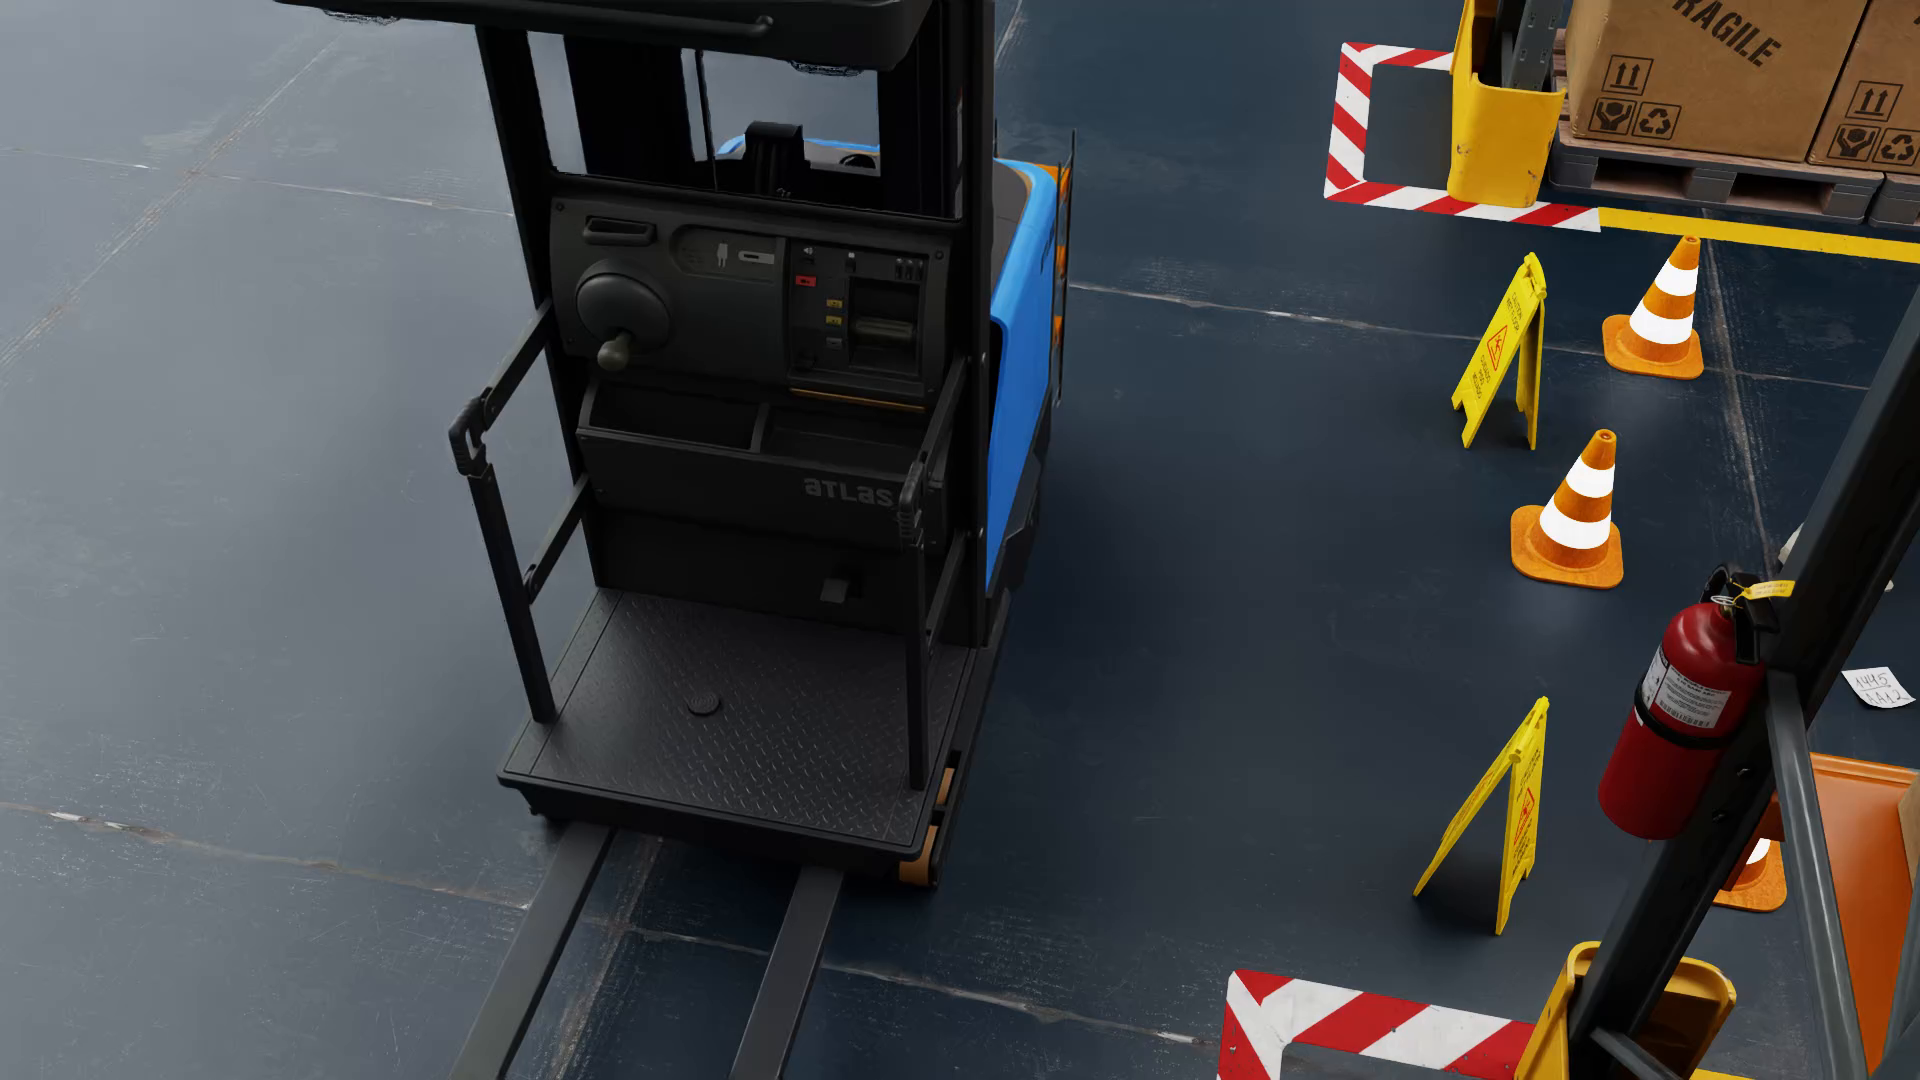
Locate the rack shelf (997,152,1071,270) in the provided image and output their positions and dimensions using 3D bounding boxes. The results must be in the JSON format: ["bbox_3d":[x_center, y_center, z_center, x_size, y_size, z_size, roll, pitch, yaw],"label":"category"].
[{"bbox_3d":[0.203,-1.019,5.157,0.240,0.259,0.215,11,45,11],"label":"rack shelf"}]

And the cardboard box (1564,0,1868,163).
[{"bbox_3d":[2.949,-2.138,6.538,0.875,0.875,0.875,9,45,9],"label":"cardboard box"}]

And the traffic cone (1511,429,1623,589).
[{"bbox_3d":[1.902,-0.142,5.063,0.334,0.463,0.336,9,45,9],"label":"traffic cone"}]

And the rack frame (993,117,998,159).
[{"bbox_3d":[0.085,-0.845,5.371,0.008,1.050,0.200,11,45,11],"label":"rack frame"}]

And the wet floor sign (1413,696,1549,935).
[{"bbox_3d":[1.339,0.650,4.109,0.232,0.644,0.267,24,49,23],"label":"wet floor sign"}]

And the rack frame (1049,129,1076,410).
[{"bbox_3d":[0.320,-0.798,5.322,0.008,1.050,0.200,11,45,11],"label":"rack frame"}]

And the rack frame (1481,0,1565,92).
[{"bbox_3d":[2.273,-2.810,6.007,0.127,3.000,1.000,9,45,9],"label":"rack frame"}]

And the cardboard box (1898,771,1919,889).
[{"bbox_3d":[1.702,0.557,2.689,0.250,0.149,0.380,10,45,10],"label":"cardboard box"}]

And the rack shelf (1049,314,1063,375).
[{"bbox_3d":[0.202,-0.614,5.546,0.240,0.259,0.215,11,45,11],"label":"rack shelf"}]

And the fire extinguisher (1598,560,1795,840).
[{"bbox_3d":[1.279,0.254,2.879,0.183,0.674,0.296,9,45,9],"label":"fire extinguisher"}]

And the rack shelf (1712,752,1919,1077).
[{"bbox_3d":[3.242,1.117,2.445,4.000,0.370,1.077,9,45,9],"label":"rack shelf"}]

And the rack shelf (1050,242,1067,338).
[{"bbox_3d":[0.202,-0.814,5.354,0.240,0.259,0.215,11,45,11],"label":"rack shelf"}]

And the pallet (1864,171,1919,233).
[{"bbox_3d":[4.257,-1.551,6.709,1.213,0.211,1.003,9,45,9],"label":"pallet"}]

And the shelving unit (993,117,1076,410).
[{"bbox_3d":[0.202,-0.822,5.346,0.252,1.050,0.215,11,45,11],"label":"shelving unit"}]

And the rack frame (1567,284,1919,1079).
[{"bbox_3d":[1.290,0.557,2.508,0.053,2.616,0.949,9,45,9],"label":"rack frame"}]

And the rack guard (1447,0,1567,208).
[{"bbox_3d":[2.249,-1.913,6.877,0.348,0.500,1.175,9,45,9],"label":"rack guard"}]

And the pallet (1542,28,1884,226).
[{"bbox_3d":[3.070,-1.737,6.903,1.213,0.211,1.003,9,45,9],"label":"pallet"}]

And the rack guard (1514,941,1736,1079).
[{"bbox_3d":[1.365,1.467,3.365,0.348,0.500,1.175,9,45,9],"label":"rack guard"}]

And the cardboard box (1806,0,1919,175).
[{"bbox_3d":[3.808,-2.006,6.401,0.875,0.875,0.875,8,45,8],"label":"cardboard box"}]

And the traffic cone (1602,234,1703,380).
[{"bbox_3d":[2.481,-0.855,5.805,0.334,0.463,0.336,9,45,9],"label":"traffic cone"}]

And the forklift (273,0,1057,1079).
[{"bbox_3d":[-0.526,-0.453,3.607,1.130,2.935,3.031,9,45,9],"label":"forklift"}]

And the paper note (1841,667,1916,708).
[{"bbox_3d":[2.648,0.421,4.791,0.142,0.019,0.148,-5,44,-5],"label":"paper note"}]

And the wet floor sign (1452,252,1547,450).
[{"bbox_3d":[1.812,-0.626,5.436,0.232,0.644,0.267,2,44,2],"label":"wet floor sign"}]

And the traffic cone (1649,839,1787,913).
[{"bbox_3d":[1.992,0.661,4.230,0.334,0.463,0.336,9,45,9],"label":"traffic cone"}]

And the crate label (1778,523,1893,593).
[{"bbox_3d":[2.683,0.053,5.096,0.298,0.136,0.250,-12,45,-12],"label":"crate label"}]
